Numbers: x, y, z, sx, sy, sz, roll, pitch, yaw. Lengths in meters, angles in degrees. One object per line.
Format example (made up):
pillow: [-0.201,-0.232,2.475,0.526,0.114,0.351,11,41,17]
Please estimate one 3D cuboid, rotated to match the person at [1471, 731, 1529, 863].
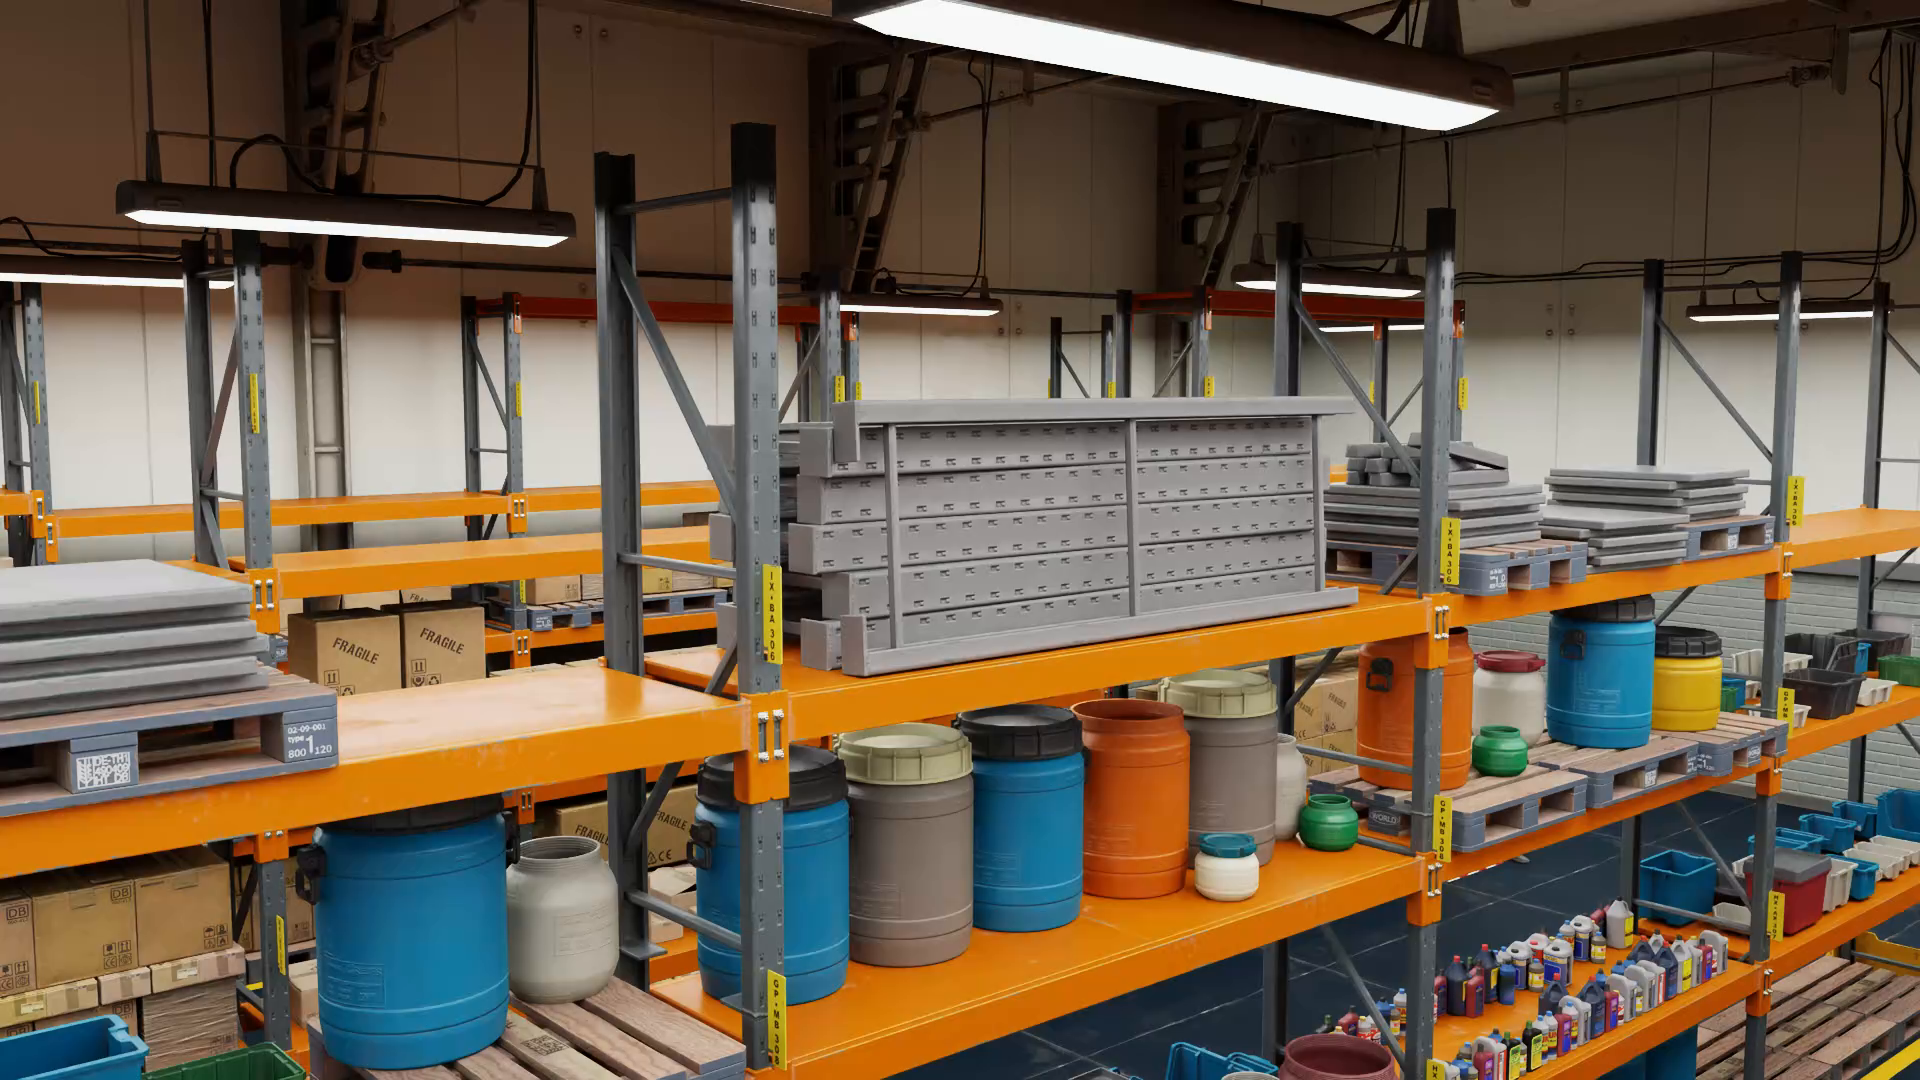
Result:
person: [5.757,2.651,18.014,0.732,1.658,0.704,-3,6,-28]
